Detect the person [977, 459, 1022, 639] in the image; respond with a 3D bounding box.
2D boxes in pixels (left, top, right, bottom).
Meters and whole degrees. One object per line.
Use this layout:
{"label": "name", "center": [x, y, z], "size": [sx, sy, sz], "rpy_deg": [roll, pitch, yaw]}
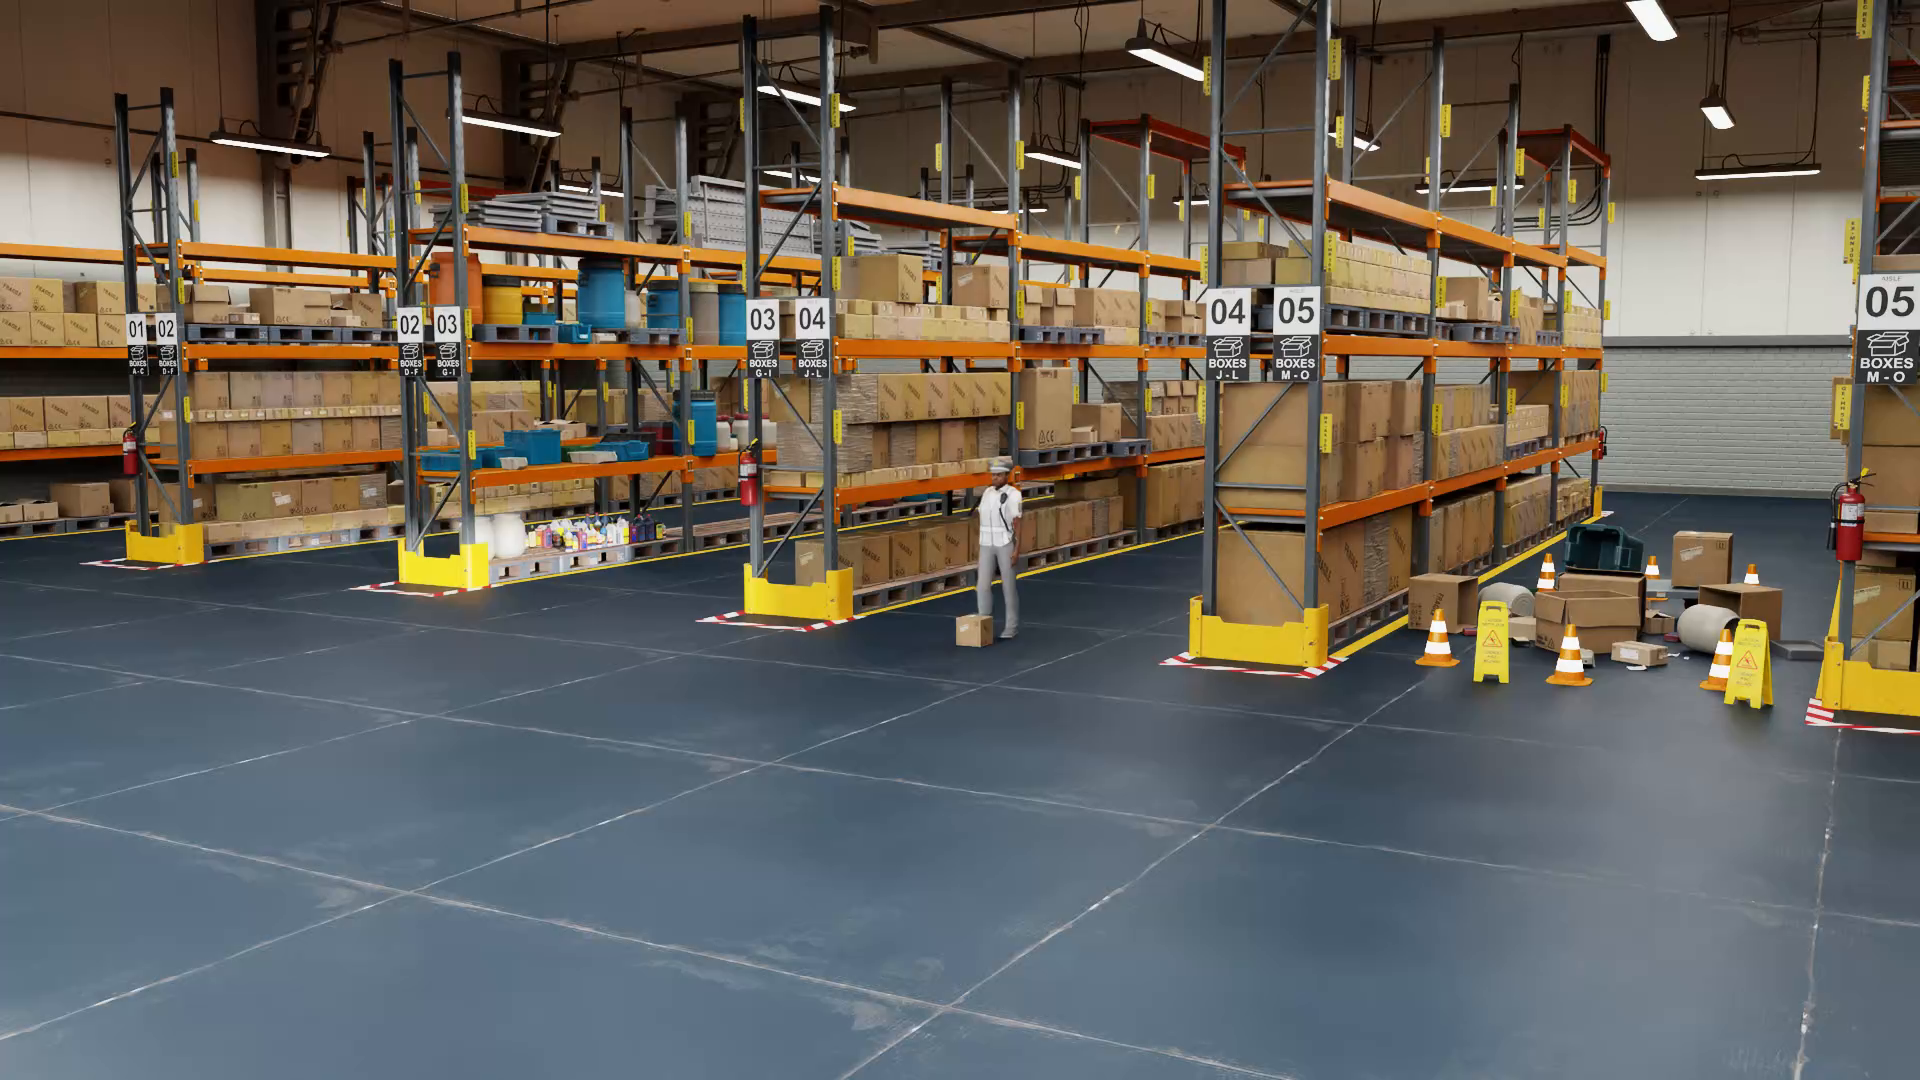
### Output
{"label": "person", "center": [0.354, 0.082, 15.523], "size": [0.441, 1.681, 0.428], "rpy_deg": [3, 7, 30]}
